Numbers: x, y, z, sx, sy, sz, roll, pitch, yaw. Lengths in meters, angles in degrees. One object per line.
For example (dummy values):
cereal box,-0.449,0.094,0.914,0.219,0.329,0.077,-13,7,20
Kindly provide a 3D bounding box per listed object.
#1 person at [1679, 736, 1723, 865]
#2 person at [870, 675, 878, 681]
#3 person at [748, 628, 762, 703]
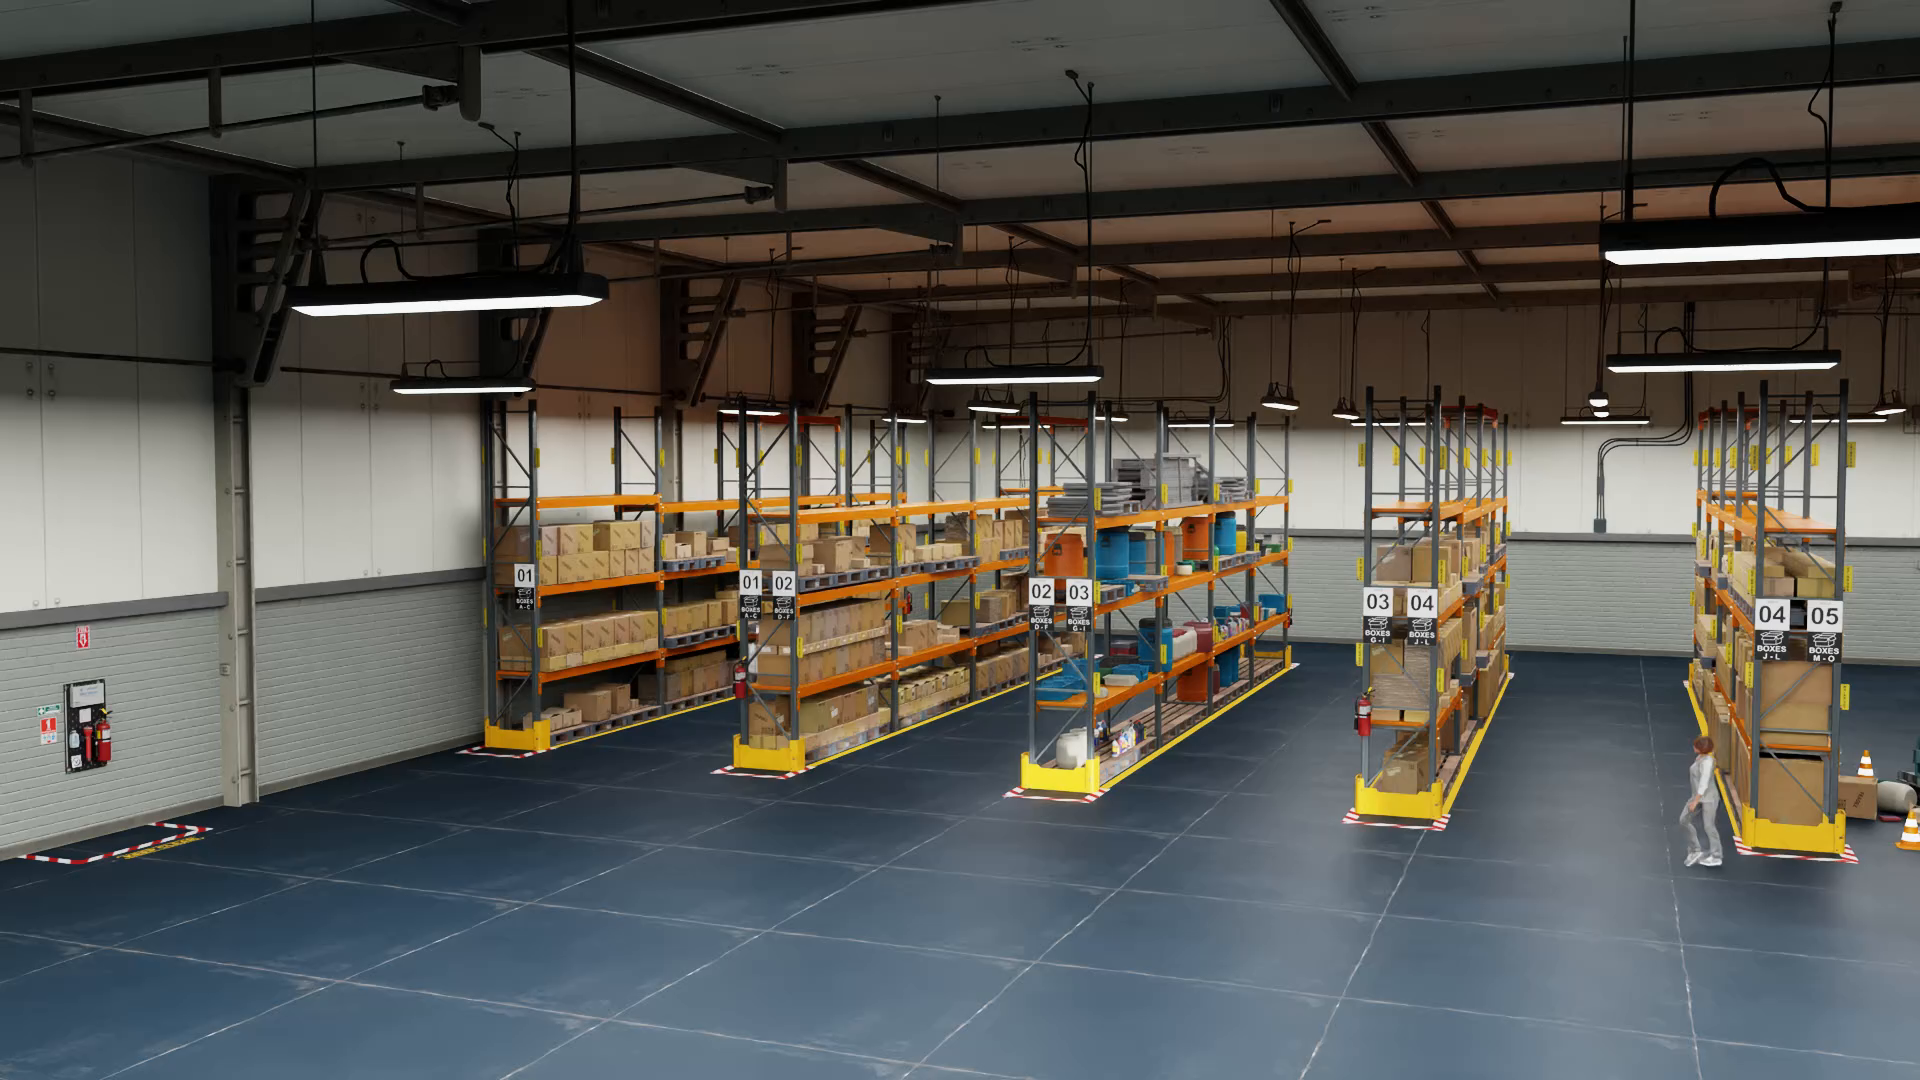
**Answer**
person,9.092,3.207,20.317,0.490,1.636,0.402,0,3,-1
person,-1.874,2.349,36.931,0.480,1.675,0.515,-2,4,-38
person,-3.870,2.564,32.055,0.615,1.775,0.760,1,3,12
